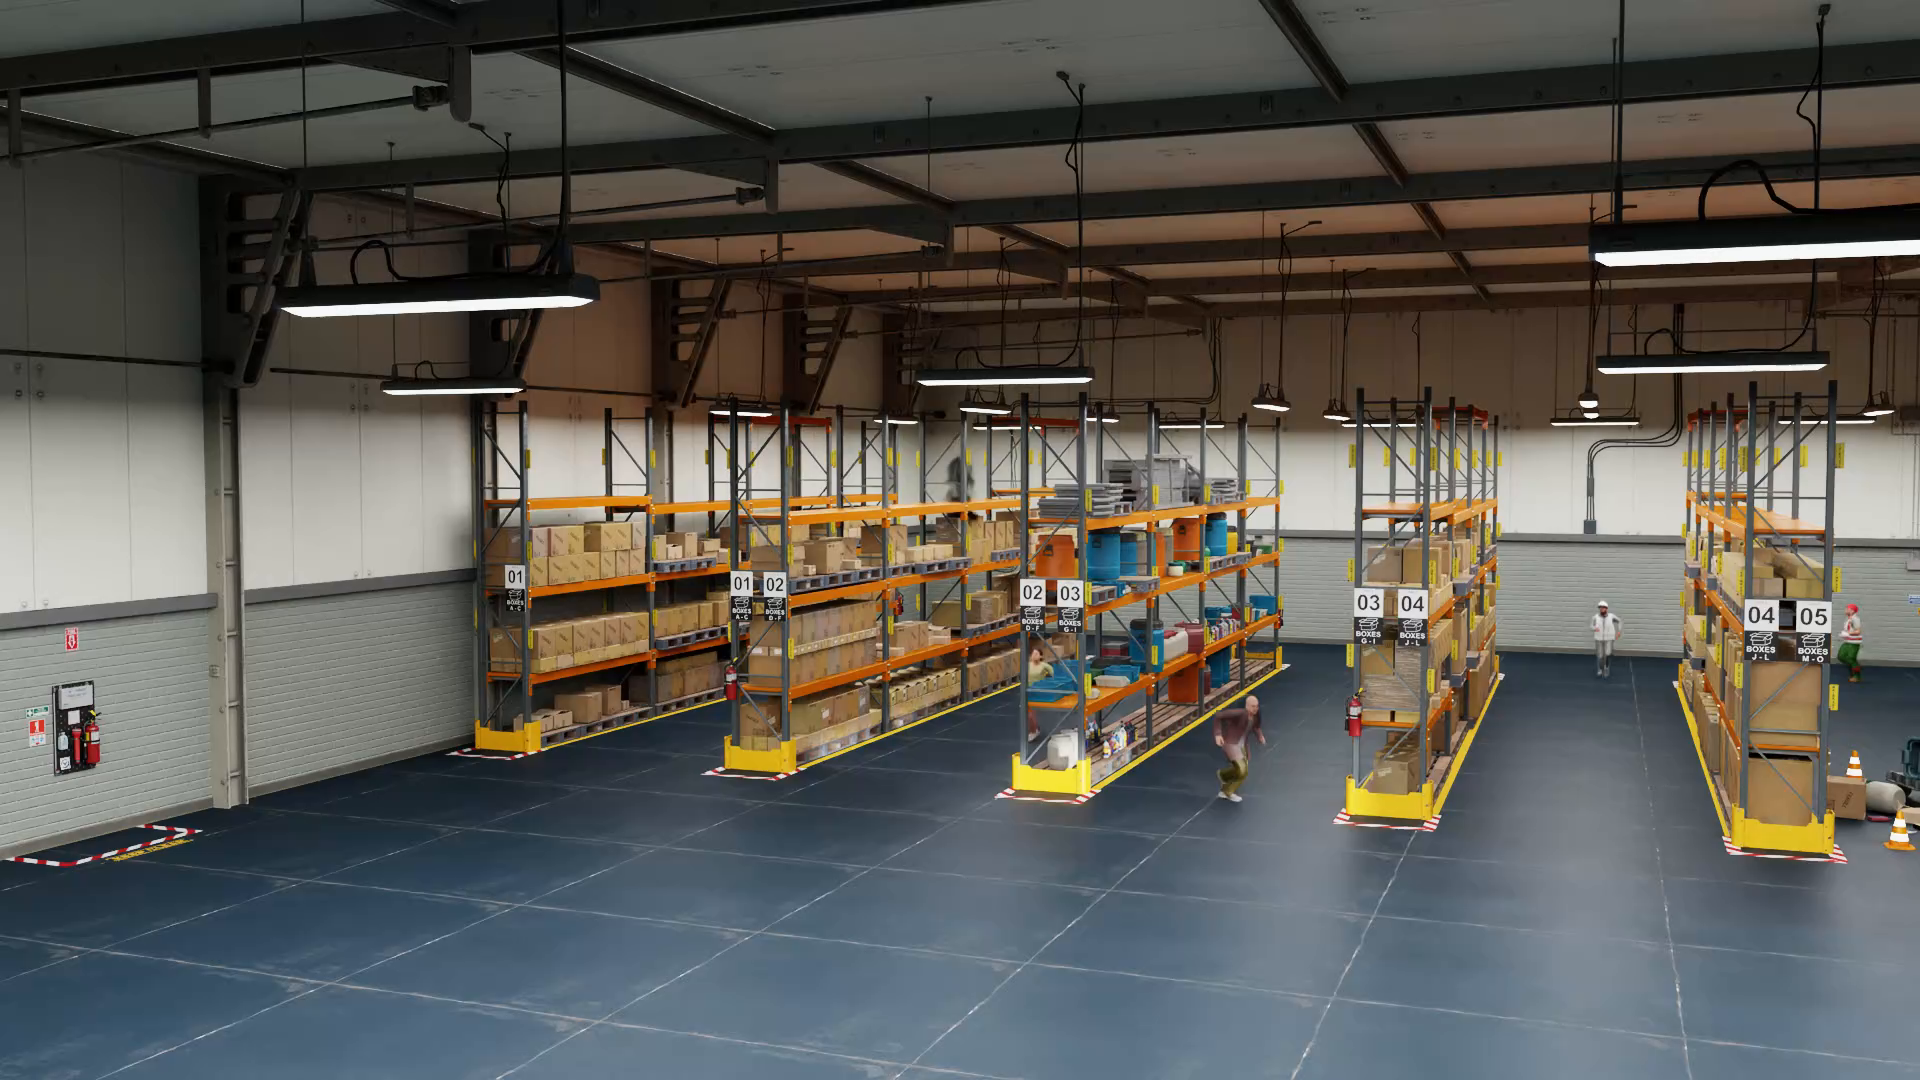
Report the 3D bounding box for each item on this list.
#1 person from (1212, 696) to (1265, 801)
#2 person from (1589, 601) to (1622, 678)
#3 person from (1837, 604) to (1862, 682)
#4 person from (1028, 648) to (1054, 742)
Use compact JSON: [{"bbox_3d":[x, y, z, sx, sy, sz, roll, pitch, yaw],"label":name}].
[{"bbox_3d":[4.038,3.035,24.150,0.737,1.599,0.866,-2,3,-32],"label":"person"},{"bbox_3d":[14.723,2.268,37.953,0.668,1.746,0.845,2,3,29],"label":"person"},{"bbox_3d":[19.959,2.303,37.329,0.595,1.748,0.632,0,3,5],"label":"person"},{"bbox_3d":[1.353,2.748,29.508,0.583,1.684,0.665,2,3,35],"label":"person"}]
